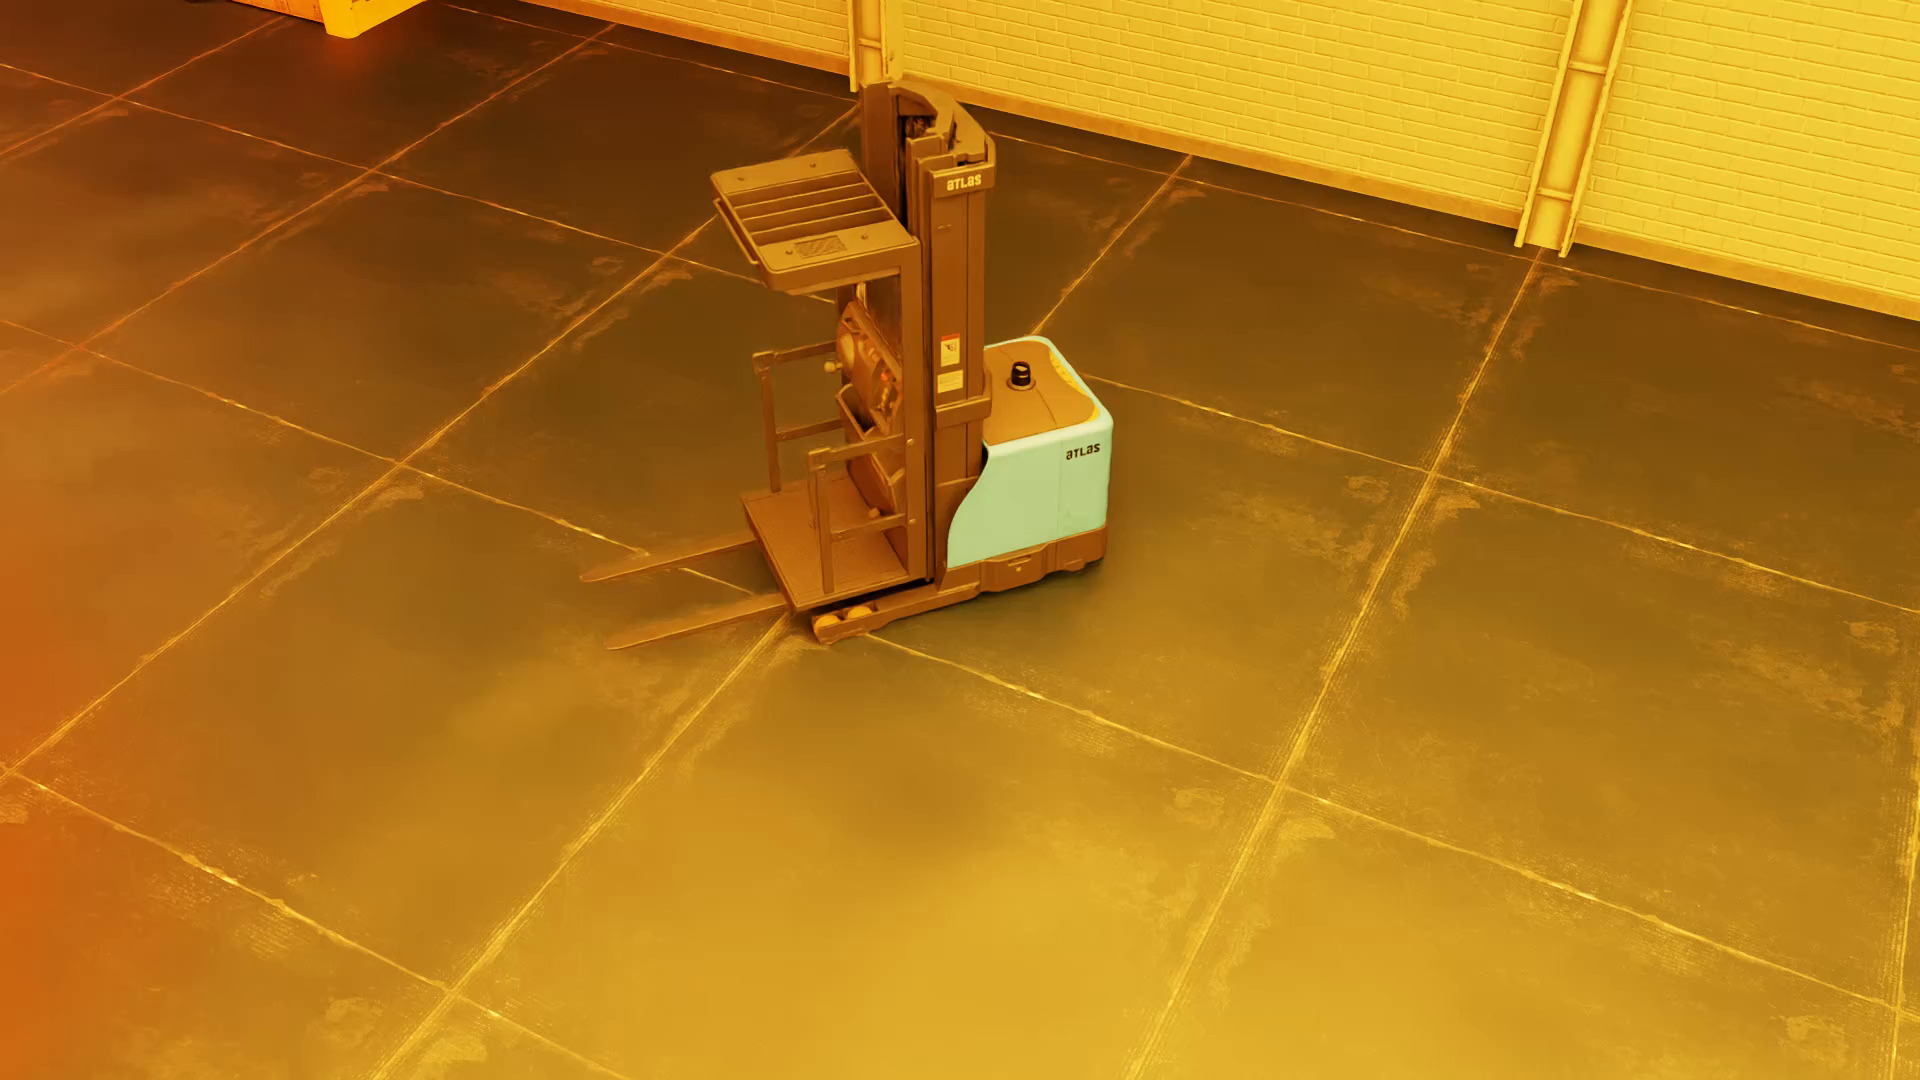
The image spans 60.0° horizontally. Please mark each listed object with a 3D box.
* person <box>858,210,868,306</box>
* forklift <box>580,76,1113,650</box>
[{"bbox_3d":[-0.417,-2.125,11.662,0.905,1.541,0.801,31,49,31],"label":"person"},{"bbox_3d":[-0.682,-0.913,9.071,3.031,2.935,1.130,-15,42,-17],"label":"forklift"}]
